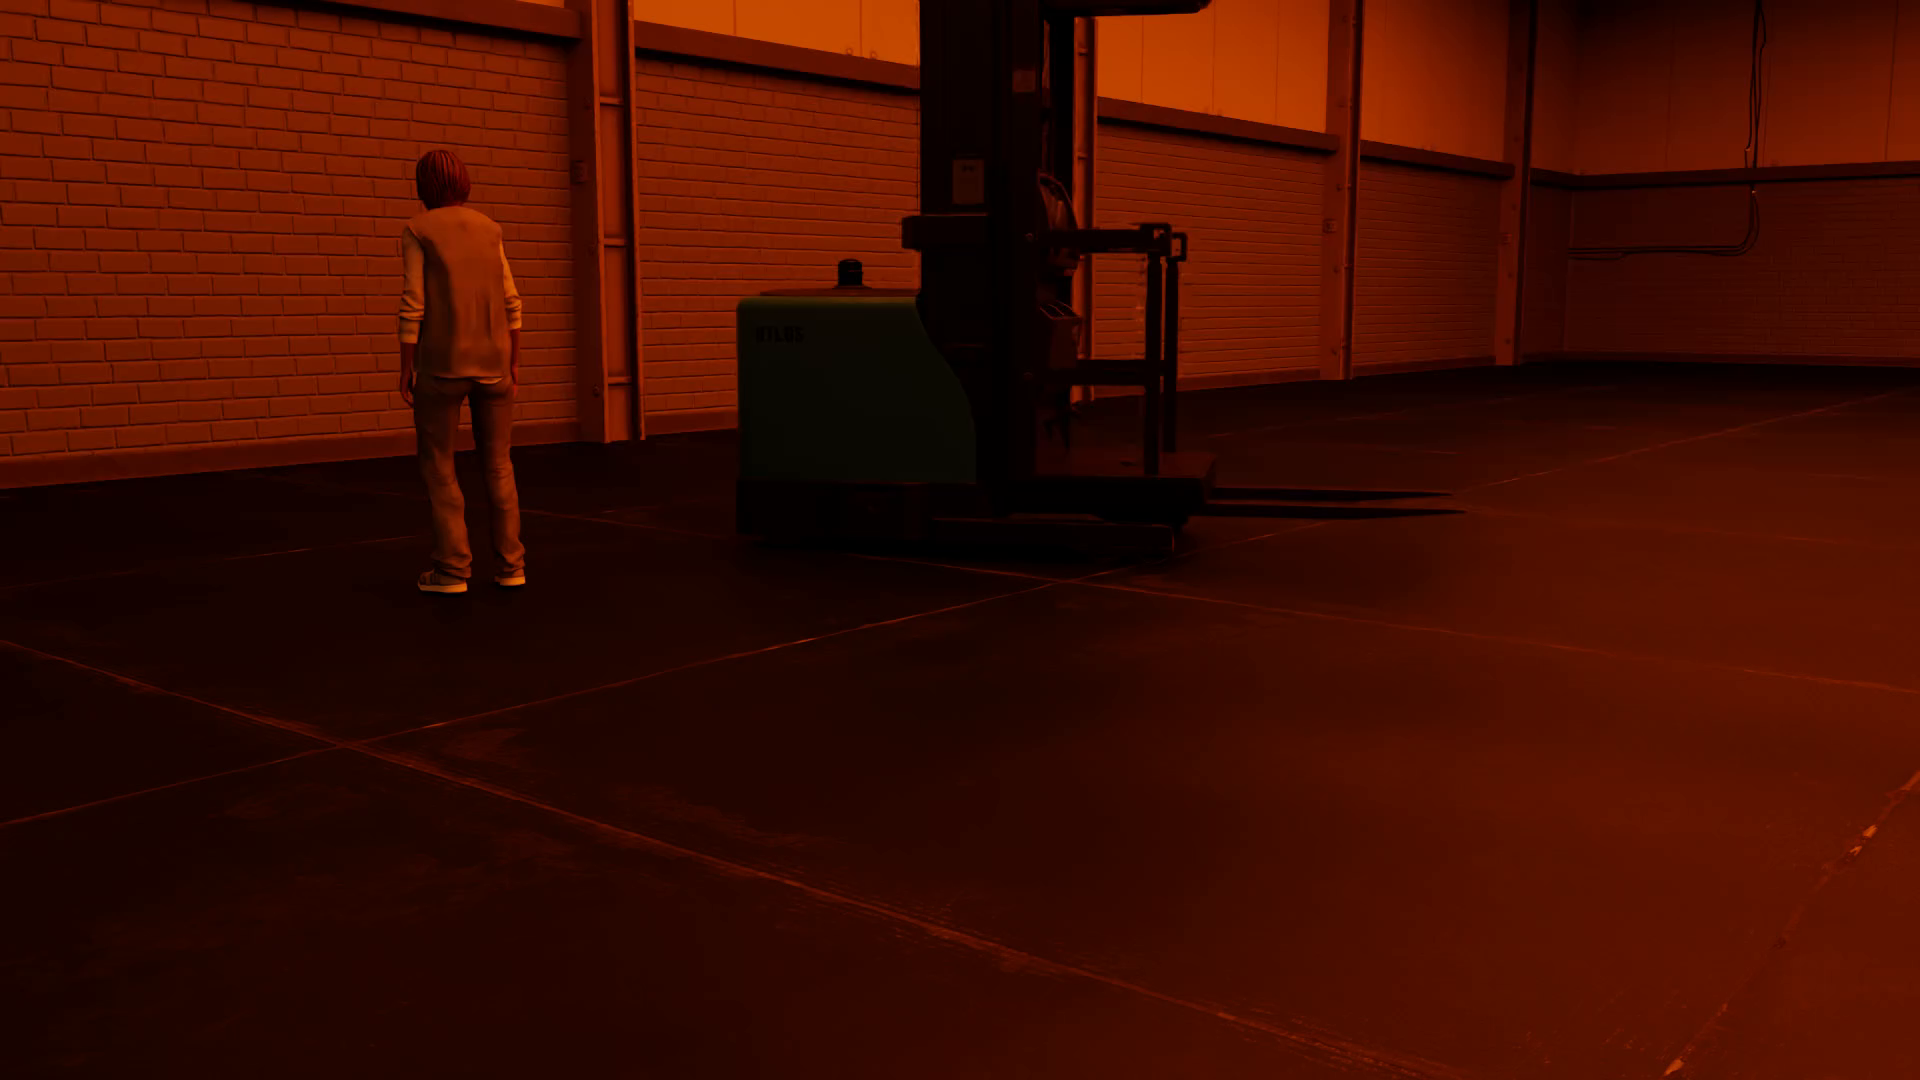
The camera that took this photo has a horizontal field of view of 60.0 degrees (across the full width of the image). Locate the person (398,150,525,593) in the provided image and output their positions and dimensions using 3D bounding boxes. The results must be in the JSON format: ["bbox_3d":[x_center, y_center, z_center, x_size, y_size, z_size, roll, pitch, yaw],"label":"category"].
[{"bbox_3d":[-1.804,-0.600,6.020,0.470,1.590,0.349,-7,11,-38],"label":"person"}]

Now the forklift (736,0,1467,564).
[{"bbox_3d":[0.609,-1.435,7.089,3.031,2.935,1.130,2,8,11],"label":"forklift"}]
